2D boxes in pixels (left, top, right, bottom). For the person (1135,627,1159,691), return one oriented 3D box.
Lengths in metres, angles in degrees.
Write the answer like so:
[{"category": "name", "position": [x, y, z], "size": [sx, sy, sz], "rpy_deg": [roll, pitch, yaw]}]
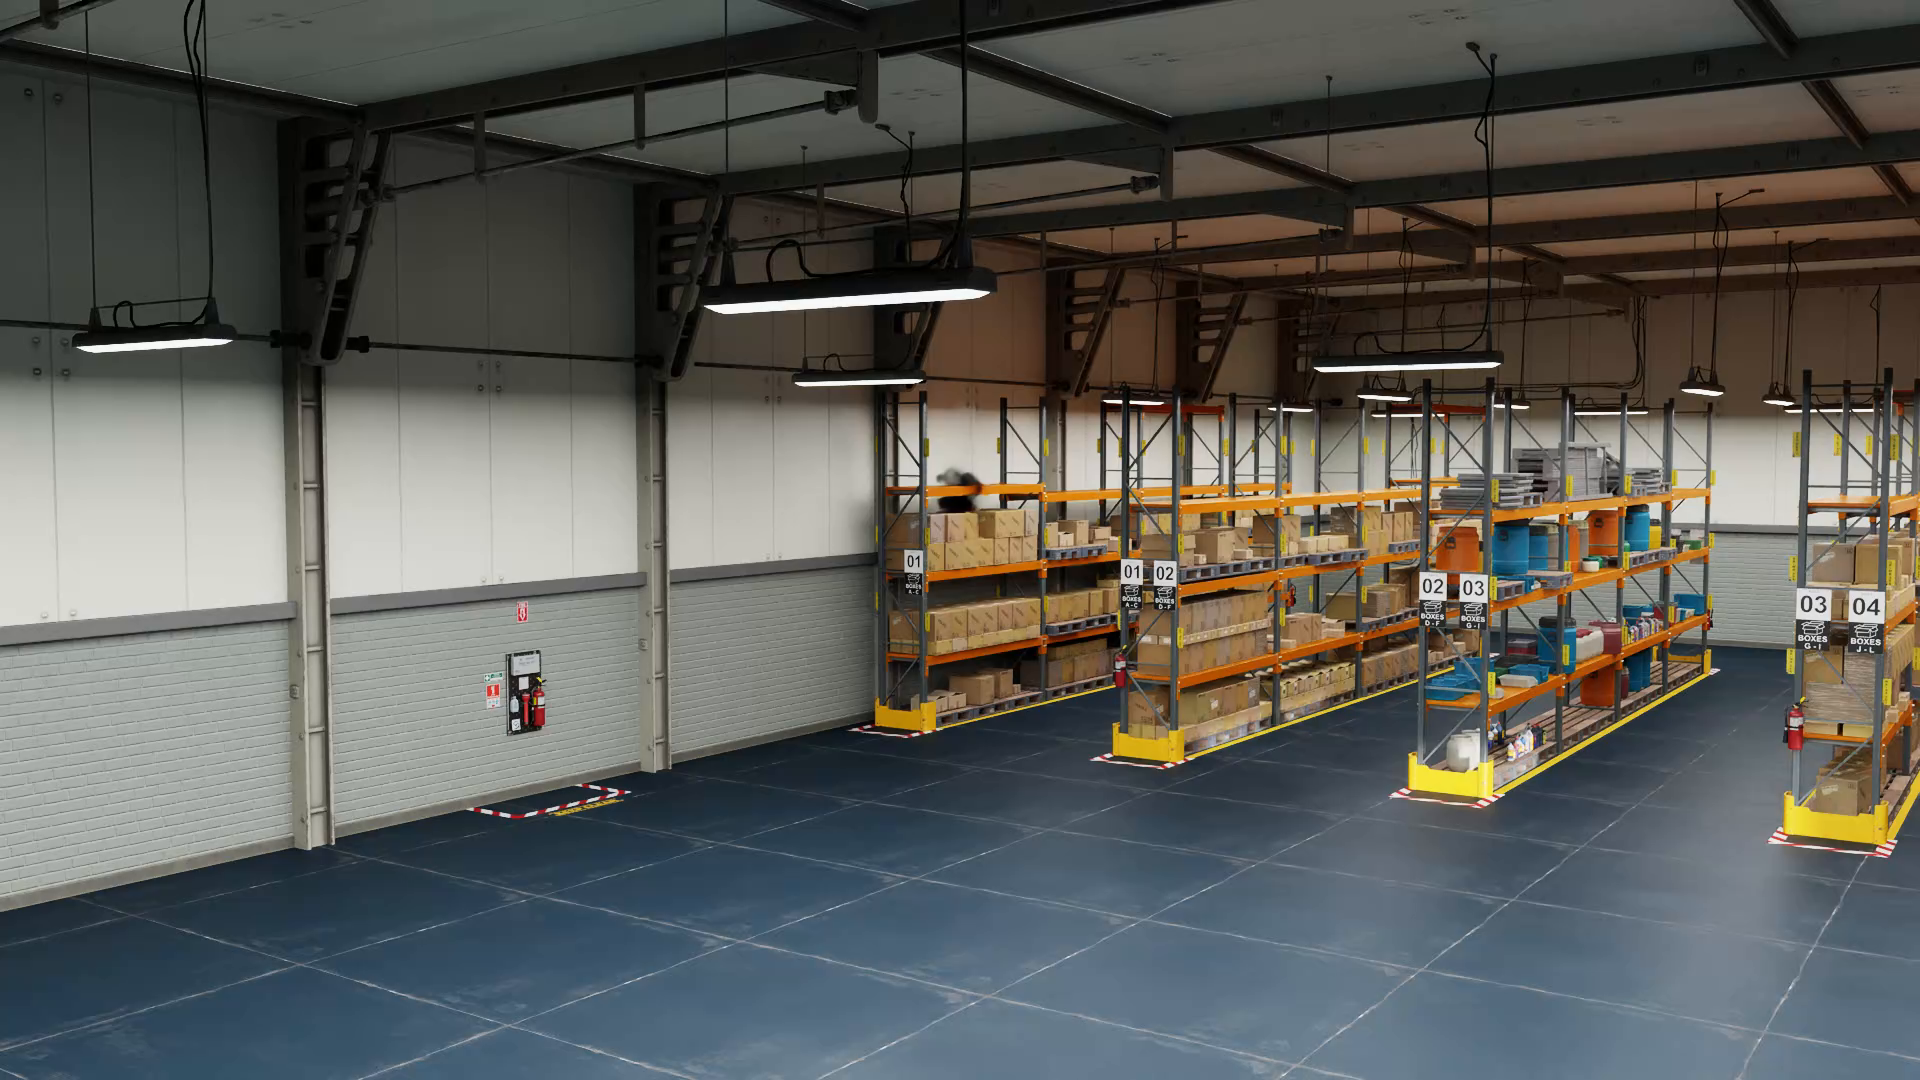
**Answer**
[{"category": "person", "position": [3.487, 2.185, 30.414], "size": [0.640, 1.908, 0.770], "rpy_deg": [2, 4, 36]}]
